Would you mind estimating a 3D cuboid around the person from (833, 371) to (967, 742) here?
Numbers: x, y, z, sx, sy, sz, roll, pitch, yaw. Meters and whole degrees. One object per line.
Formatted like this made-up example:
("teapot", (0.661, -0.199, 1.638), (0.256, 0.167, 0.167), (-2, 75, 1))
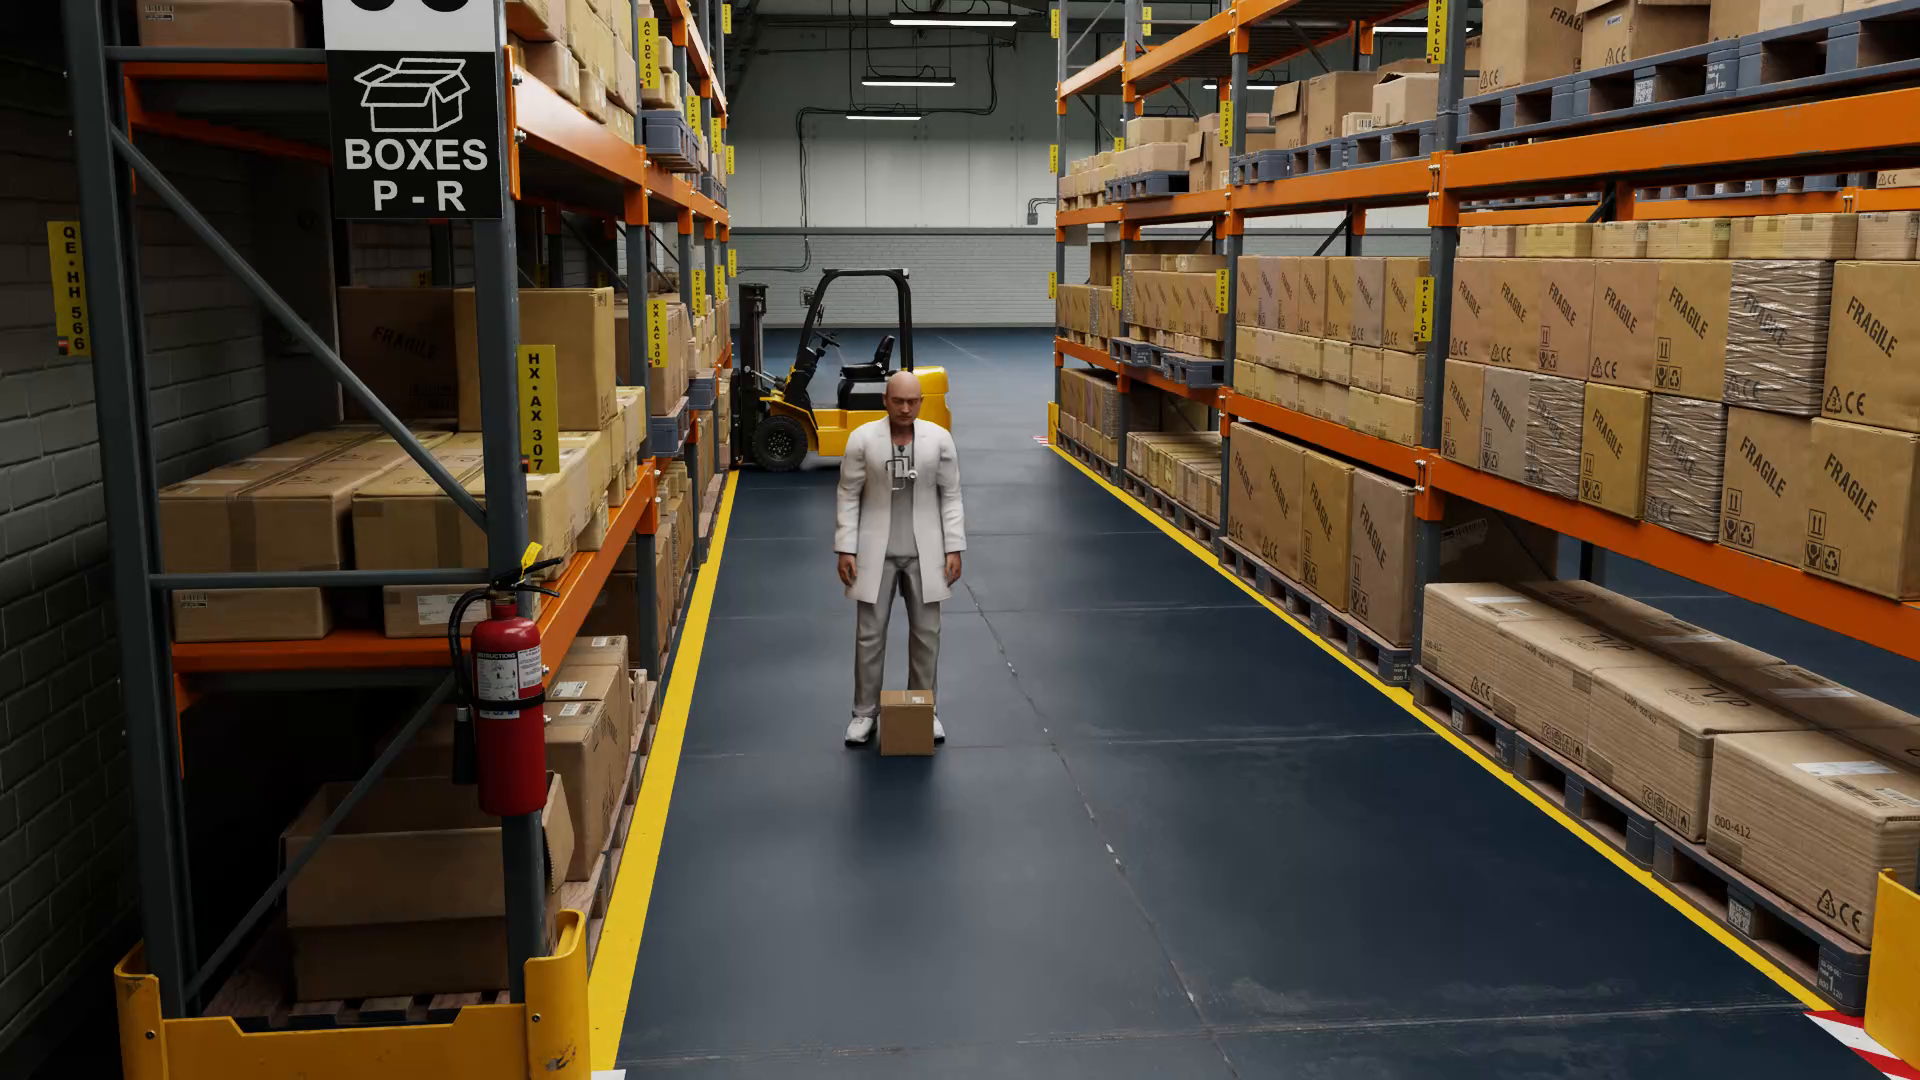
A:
("person", (-0.289, 0.074, 8.013), (0.644, 1.774, 0.425), (-1, 10, -6))
